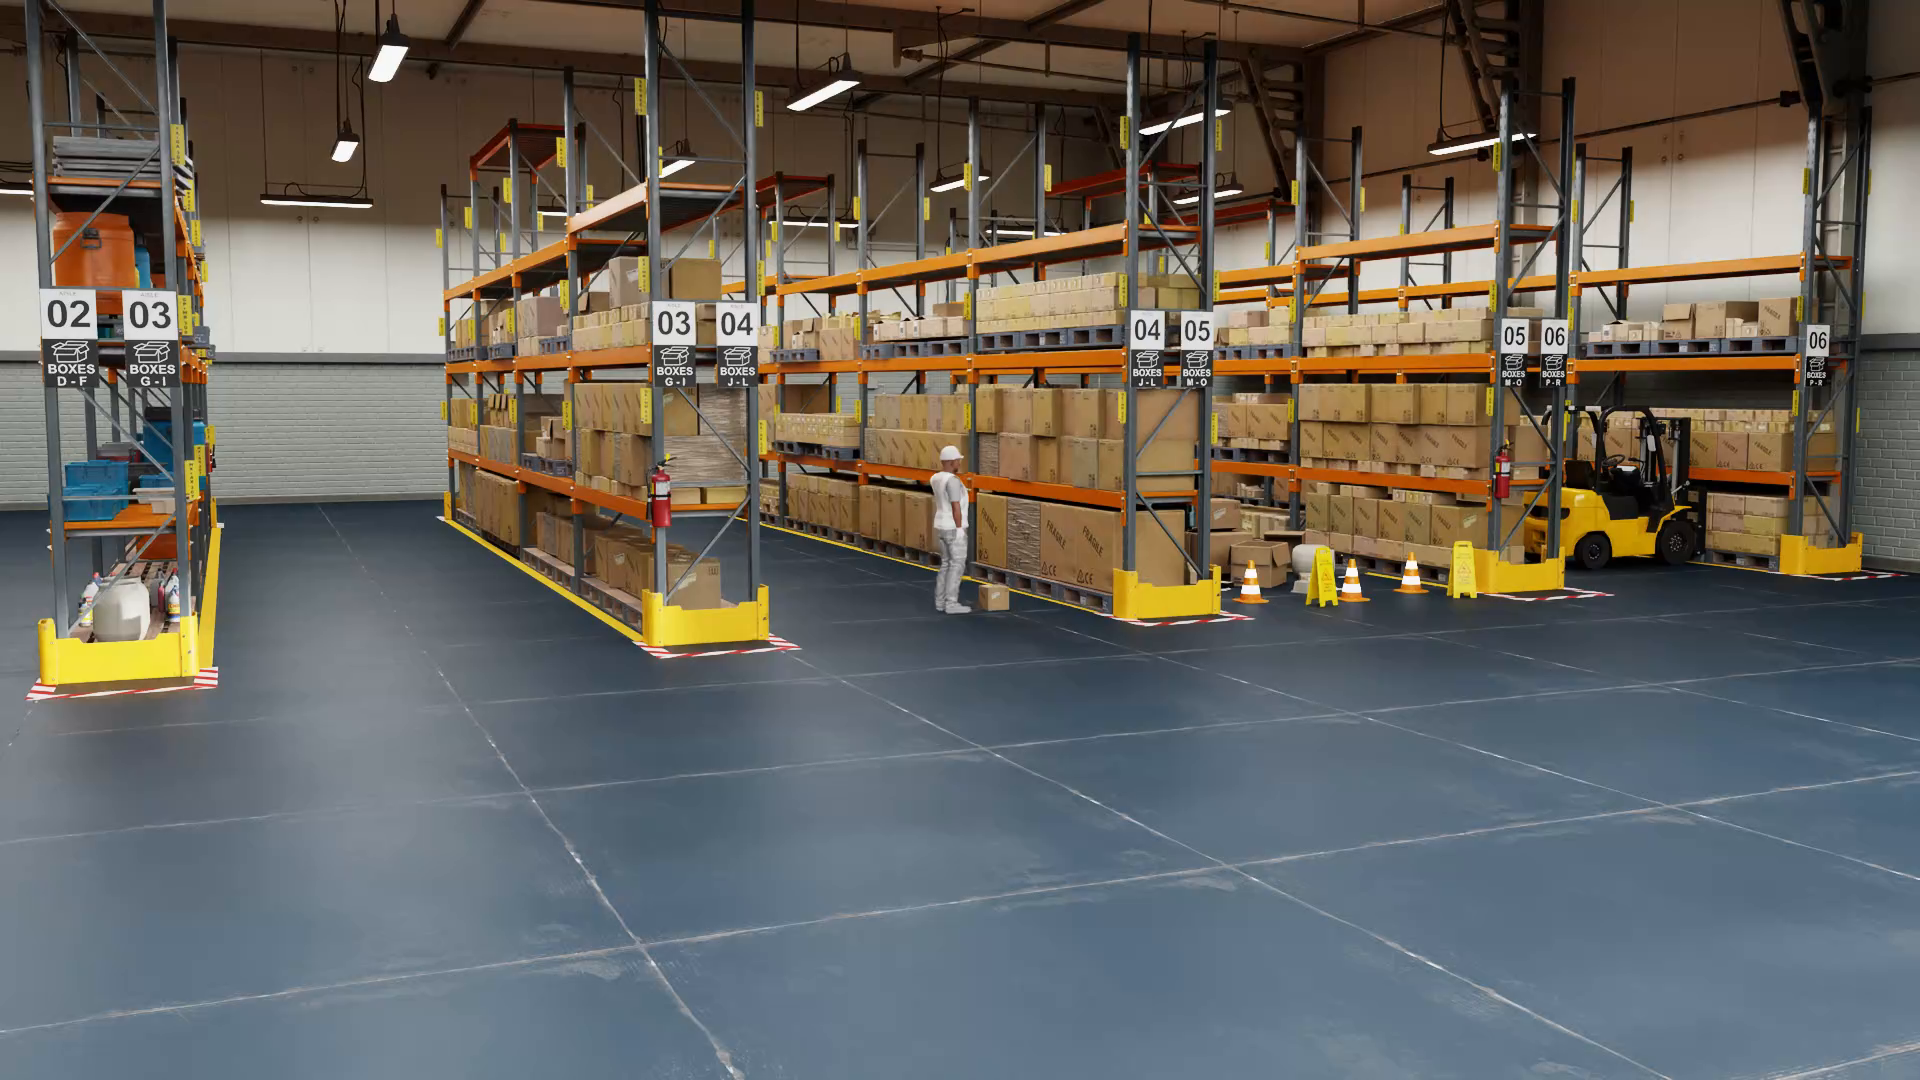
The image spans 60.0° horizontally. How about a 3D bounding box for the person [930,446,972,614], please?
[{"bbox_3d":[-0.098,-0.116,17.863,0.356,1.778,0.546,-2,6,-22],"label":"person"}]
